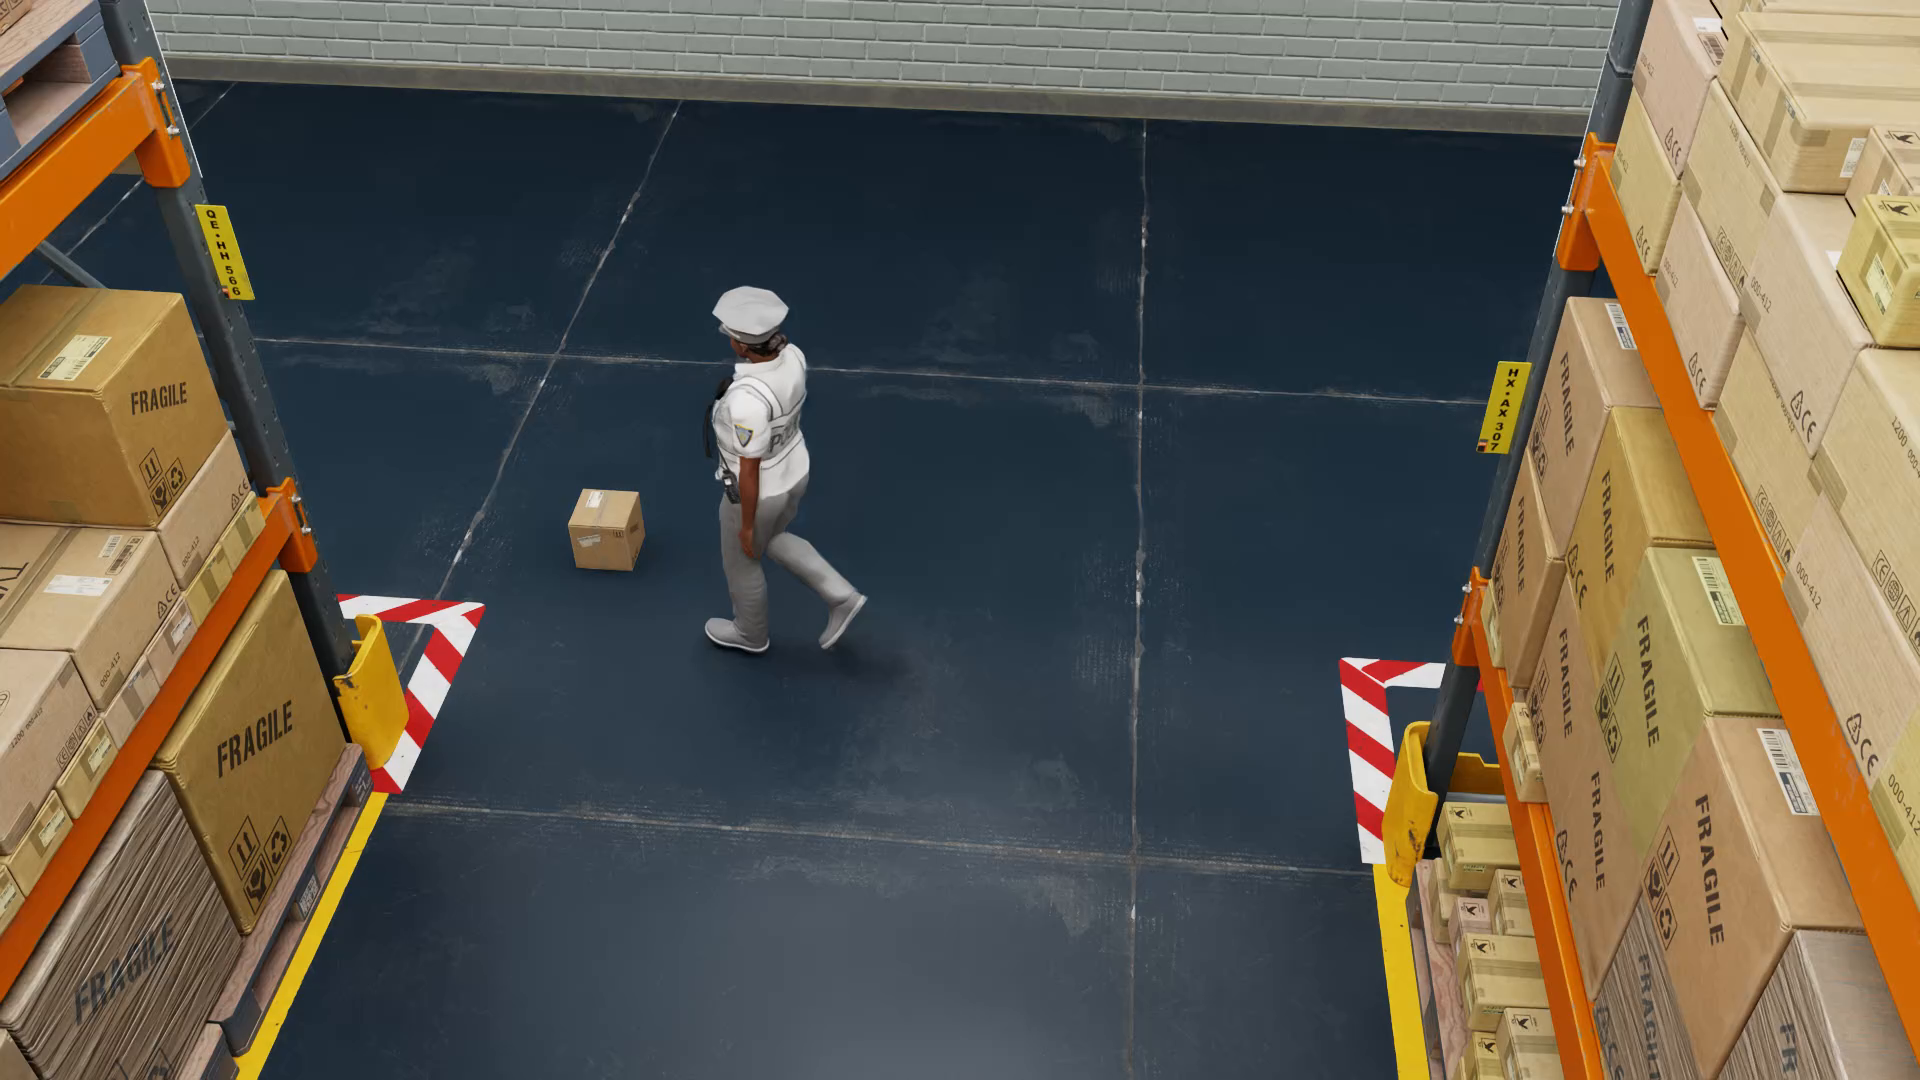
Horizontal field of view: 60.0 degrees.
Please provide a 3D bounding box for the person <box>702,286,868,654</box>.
[{"bbox_3d":[-0.721,-0.203,6.382,0.673,1.638,0.486,18,43,20],"label":"person"}]
